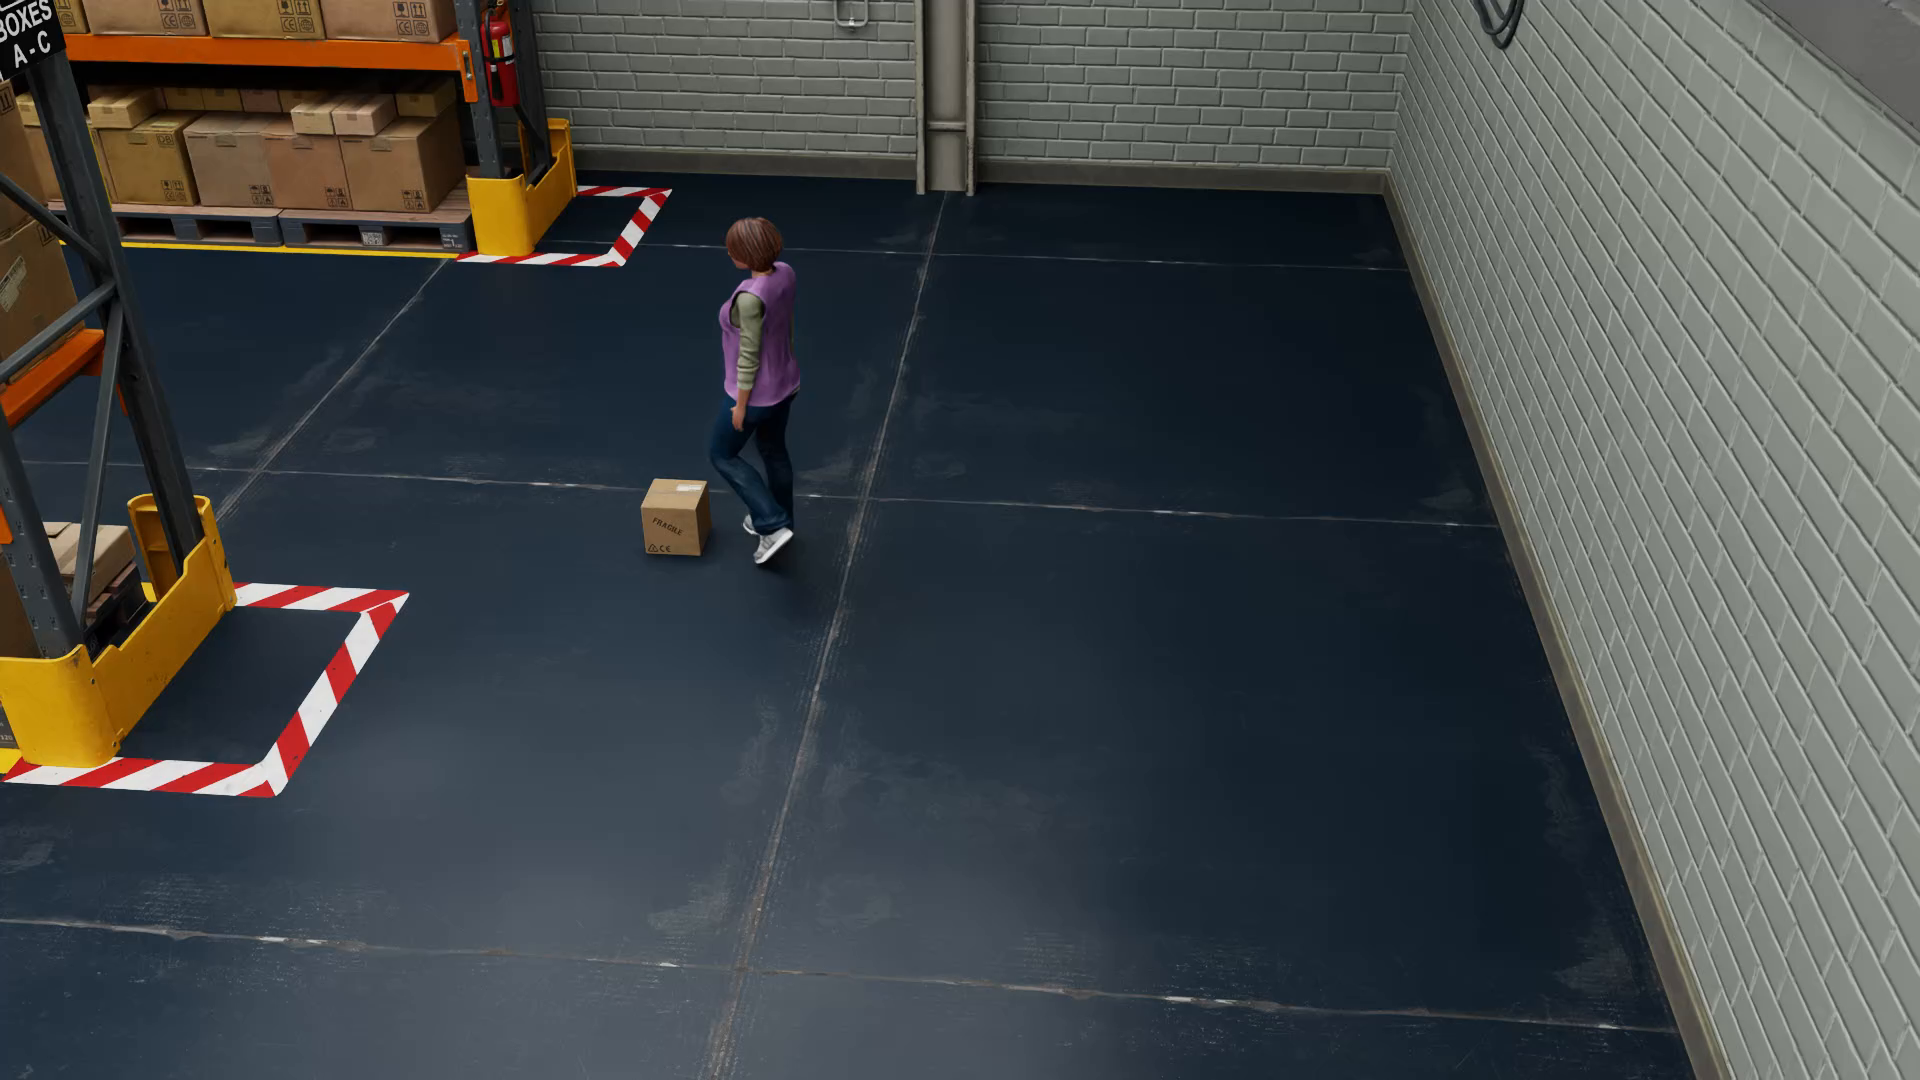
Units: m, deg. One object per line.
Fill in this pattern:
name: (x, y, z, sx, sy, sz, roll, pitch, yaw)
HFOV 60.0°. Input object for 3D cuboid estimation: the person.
person: (-0.860, -0.644, 7.169, 0.401, 1.593, 0.452, 15, 35, 22)
